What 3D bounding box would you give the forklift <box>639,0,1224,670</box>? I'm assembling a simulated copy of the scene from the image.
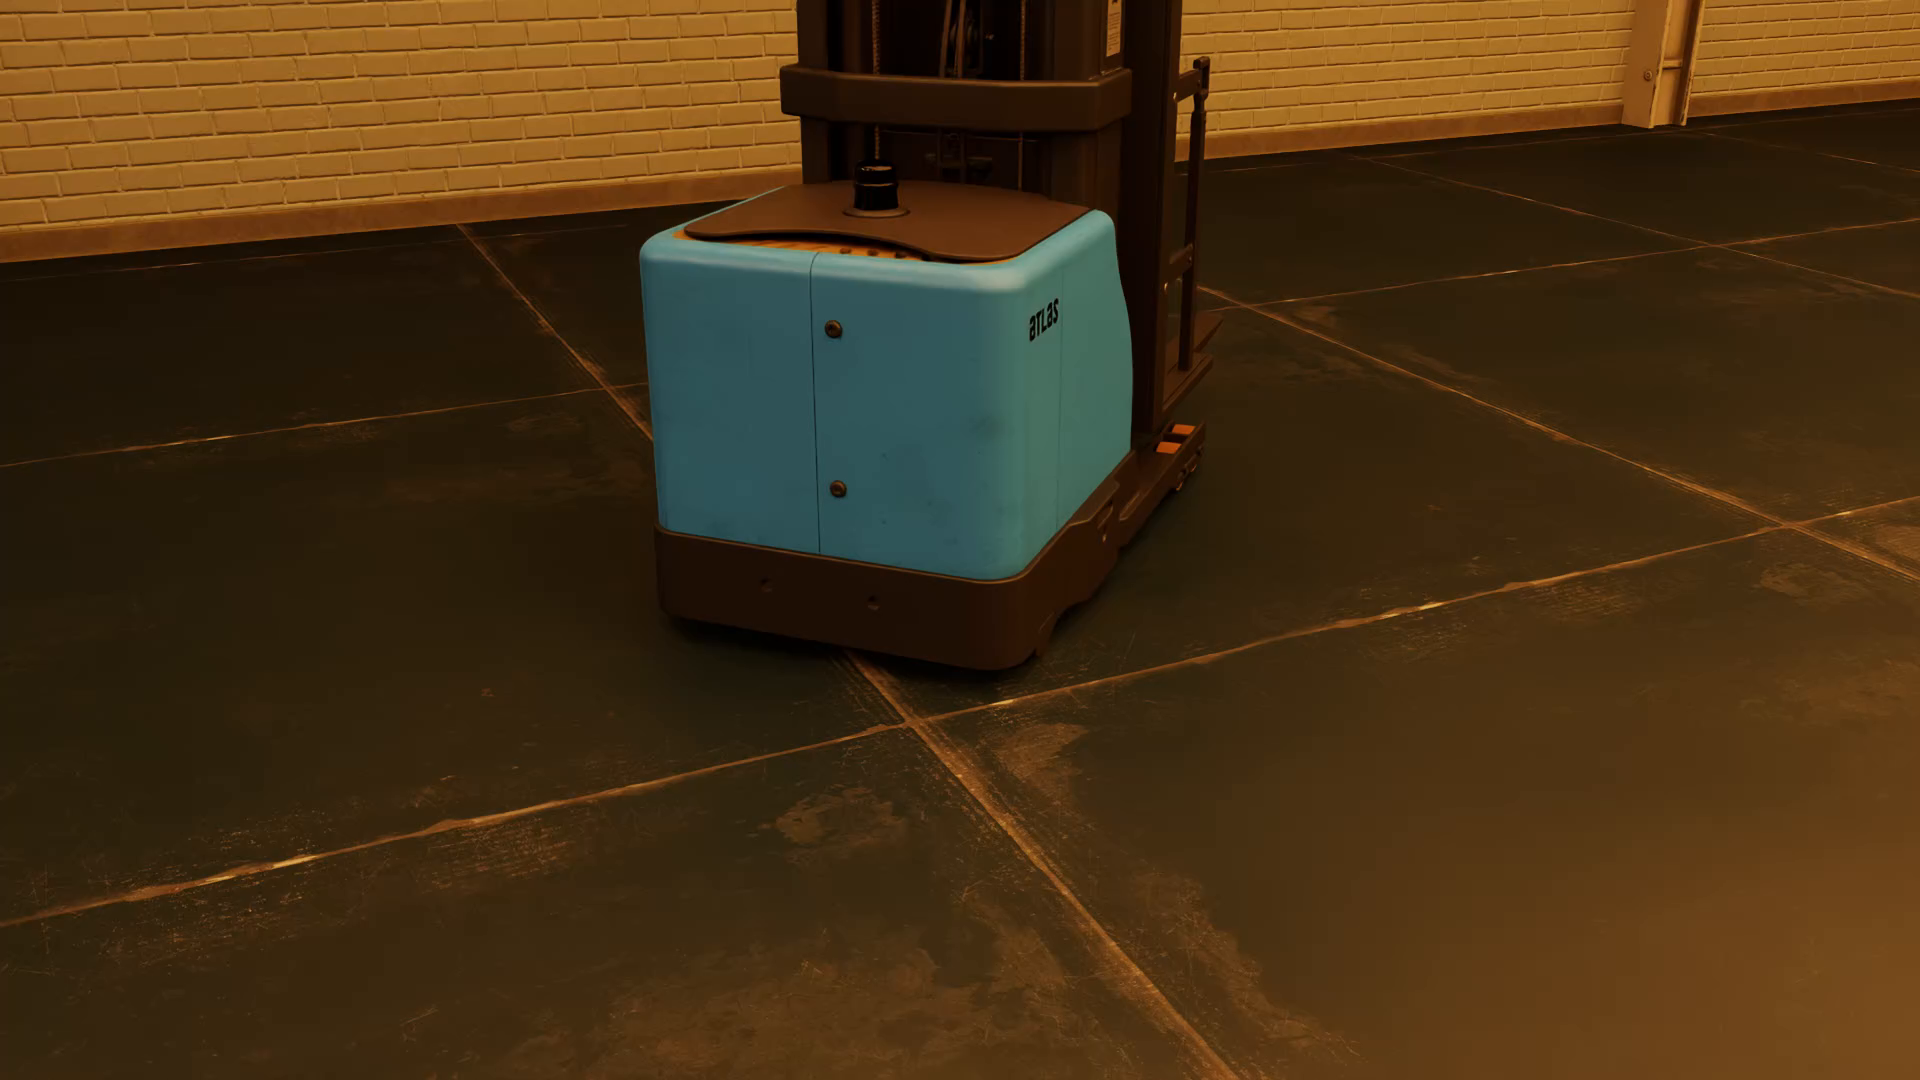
[{"bbox_3d":[0.194,-1.564,5.051,1.130,2.935,3.031,9,24,20],"label":"forklift"}]
